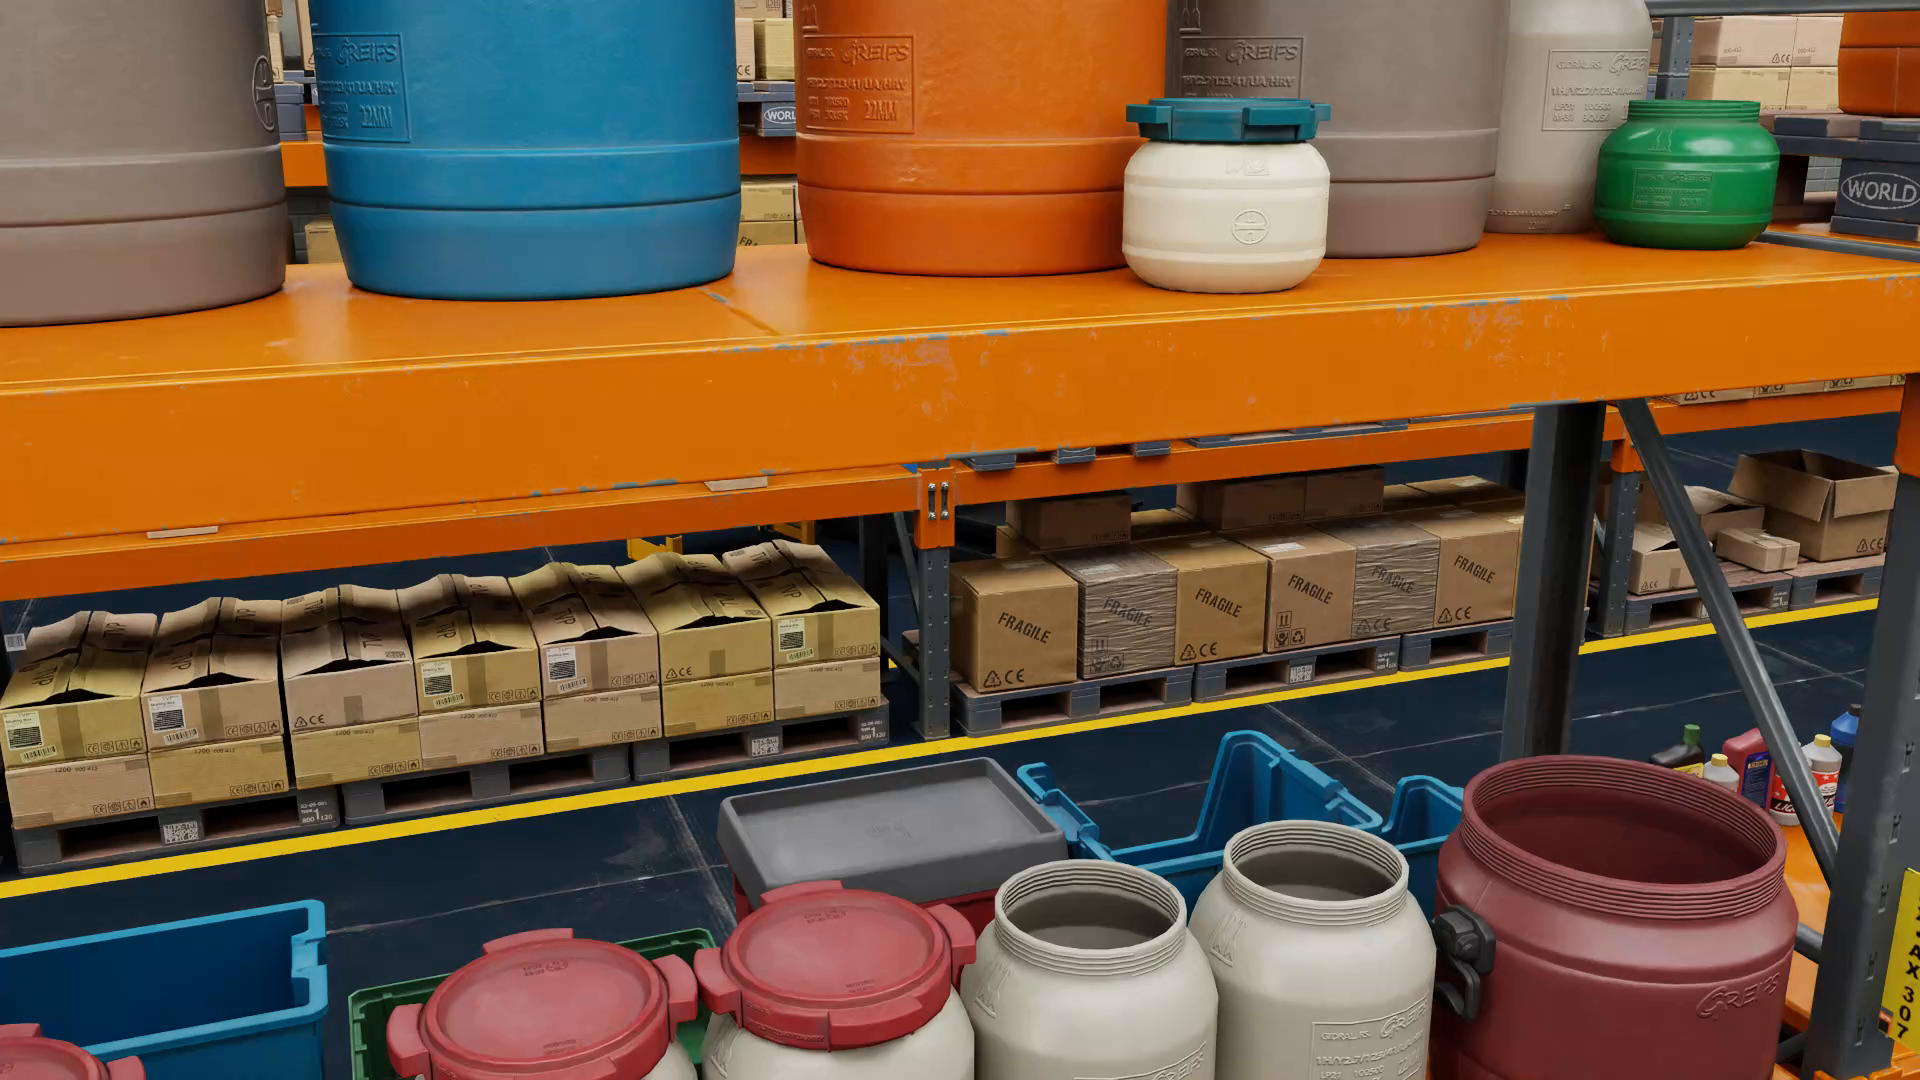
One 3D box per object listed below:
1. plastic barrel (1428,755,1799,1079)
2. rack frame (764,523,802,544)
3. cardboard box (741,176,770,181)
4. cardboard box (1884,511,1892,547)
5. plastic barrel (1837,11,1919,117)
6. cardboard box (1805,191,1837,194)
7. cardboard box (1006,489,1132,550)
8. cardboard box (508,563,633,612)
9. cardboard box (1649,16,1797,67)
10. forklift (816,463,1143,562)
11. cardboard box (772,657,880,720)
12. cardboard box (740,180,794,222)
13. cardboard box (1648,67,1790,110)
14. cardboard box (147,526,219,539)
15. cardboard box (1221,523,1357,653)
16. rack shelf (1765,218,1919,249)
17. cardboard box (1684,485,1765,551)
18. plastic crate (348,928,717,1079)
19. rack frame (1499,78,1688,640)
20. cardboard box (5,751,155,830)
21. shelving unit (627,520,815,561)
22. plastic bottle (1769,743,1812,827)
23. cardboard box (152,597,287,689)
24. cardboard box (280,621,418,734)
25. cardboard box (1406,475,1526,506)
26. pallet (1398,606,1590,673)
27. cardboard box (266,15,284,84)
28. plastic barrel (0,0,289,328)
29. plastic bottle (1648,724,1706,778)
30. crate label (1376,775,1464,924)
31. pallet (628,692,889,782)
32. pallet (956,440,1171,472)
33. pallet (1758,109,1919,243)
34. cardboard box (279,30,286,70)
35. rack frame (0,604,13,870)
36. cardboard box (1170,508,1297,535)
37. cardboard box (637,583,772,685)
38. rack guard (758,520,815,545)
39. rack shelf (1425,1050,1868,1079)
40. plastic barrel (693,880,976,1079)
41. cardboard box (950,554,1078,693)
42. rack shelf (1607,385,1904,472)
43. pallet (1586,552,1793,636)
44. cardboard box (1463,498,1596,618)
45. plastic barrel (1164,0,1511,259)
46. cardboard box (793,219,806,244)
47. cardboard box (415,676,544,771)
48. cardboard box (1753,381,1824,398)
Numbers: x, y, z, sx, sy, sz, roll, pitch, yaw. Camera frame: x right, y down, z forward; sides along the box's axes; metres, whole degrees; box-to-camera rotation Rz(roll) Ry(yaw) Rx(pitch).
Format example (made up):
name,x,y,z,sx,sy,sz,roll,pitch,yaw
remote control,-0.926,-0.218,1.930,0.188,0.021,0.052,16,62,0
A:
name,x,y,z,sx,sy,sz,roll,pitch,yaw
plastic barrel,1.162,0.743,3.003,0.708,0.536,0.600,-6,17,-20
rack frame,-1.166,-0.737,10.945,0.032,1.500,0.500,-13,21,-38
cardboard box,-1.727,-2.599,12.552,0.500,0.250,0.500,-6,17,-19
cardboard box,5.871,-0.113,10.257,0.500,0.250,0.500,-6,17,-20
plastic barrel,2.018,-1.221,3.102,0.708,0.830,0.600,-6,17,-20
cardboard box,5.251,-1.825,10.038,0.500,0.500,0.500,-6,18,-21
cardboard box,0.558,-0.156,8.631,0.500,0.250,0.500,-5,17,-18
cardboard box,-1.841,0.309,7.863,0.500,0.311,0.500,-7,18,-22
cardboard box,3.996,-2.616,8.737,0.500,0.250,0.500,-6,17,-20
forklift,0.476,-1.293,10.299,3.031,2.935,1.130,13,21,38
cardboard box,-0.686,0.613,7.821,0.500,0.250,0.500,-6,17,-19
cardboard box,-1.515,-2.466,12.099,0.500,0.250,0.500,-6,17,-19
cardboard box,3.996,-2.376,8.809,0.500,0.250,0.500,-6,17,-20
cardboard box,-3.117,-0.133,6.675,0.250,0.149,0.380,-6,17,-20
cardboard box,1.688,0.238,8.618,0.500,0.500,0.500,-7,18,-22
rack shelf,3.355,-0.614,3.818,4.000,0.370,1.077,-6,17,-20
cardboard box,4.584,-0.154,10.289,0.500,0.311,0.500,-6,17,-20
plastic crate,-0.723,0.937,2.960,0.662,0.188,0.450,-6,17,-20
rack frame,3.453,-1.025,9.265,0.127,3.000,1.000,-6,17,-20
cardboard box,-3.552,0.924,6.763,0.500,0.250,0.500,-7,18,-21
shelving unit,-1.550,-0.647,10.638,1.083,1.500,0.587,-13,21,-38
plastic bottle,2.042,0.594,4.104,0.097,0.201,0.097,0,16,0
cardboard box,-3.258,0.460,7.348,0.500,0.311,0.500,-6,17,-19
cardboard box,-2.590,0.553,7.032,0.500,0.311,0.500,-7,18,-22
cardboard box,2.914,-0.052,9.608,0.500,0.500,0.500,-7,18,-23
pallet,2.707,0.405,9.345,1.213,0.211,1.003,-6,17,-20
cardboard box,-2.926,-1.903,6.452,0.500,0.250,0.500,-8,18,-25
plastic barrel,-1.240,-0.769,2.179,0.600,0.901,0.600,0,16,0
plastic bottle,1.712,0.585,3.990,0.133,0.283,0.061,-6,17,-20
crate label,0.959,0.706,3.667,0.416,0.233,0.303,-6,17,-20
pallet,-1.065,0.789,8.037,1.213,0.211,1.003,-6,17,-20
pallet,0.326,-0.616,8.214,1.003,0.211,1.213,-6,17,-20
pallet,2.236,-0.718,3.231,1.213,0.211,1.003,-6,17,-20
cardboard box,-4.679,-3.216,10.814,0.500,0.311,0.500,-6,17,-18
rack frame,-4.017,-0.218,6.518,0.127,3.000,1.000,-6,17,-20
cardboard box,1.479,0.104,9.076,0.500,0.500,0.500,-7,18,-22
cardboard box,-1.166,0.399,7.556,0.500,0.311,0.500,-6,18,-21
rack guard,-1.167,-0.137,11.121,0.087,0.250,0.587,-13,21,-38
rack shelf,-0.381,1.229,2.867,4.000,0.370,1.077,-6,17,-20
plastic barrel,-0.187,0.864,2.592,0.433,0.535,0.433,0,16,0
cardboard box,0.245,0.396,8.082,0.500,0.500,0.500,-5,17,-18
rack shelf,5.321,-0.881,10.053,4.000,0.370,1.077,-6,17,-20
pallet,4.095,0.244,9.893,1.213,0.211,1.003,-6,17,-20
cardboard box,3.095,0.088,9.129,0.500,0.500,0.500,-6,17,-20
plastic barrel,0.642,-0.972,2.872,0.600,0.901,0.600,0,16,0
cardboard box,-1.020,-2.157,12.379,0.500,0.500,0.500,-6,17,-18
cardboard box,-2.116,0.769,7.292,0.500,0.250,0.500,-6,17,-19
cardboard box,4.504,-1.105,9.360,0.500,0.500,0.500,-6,17,-19
